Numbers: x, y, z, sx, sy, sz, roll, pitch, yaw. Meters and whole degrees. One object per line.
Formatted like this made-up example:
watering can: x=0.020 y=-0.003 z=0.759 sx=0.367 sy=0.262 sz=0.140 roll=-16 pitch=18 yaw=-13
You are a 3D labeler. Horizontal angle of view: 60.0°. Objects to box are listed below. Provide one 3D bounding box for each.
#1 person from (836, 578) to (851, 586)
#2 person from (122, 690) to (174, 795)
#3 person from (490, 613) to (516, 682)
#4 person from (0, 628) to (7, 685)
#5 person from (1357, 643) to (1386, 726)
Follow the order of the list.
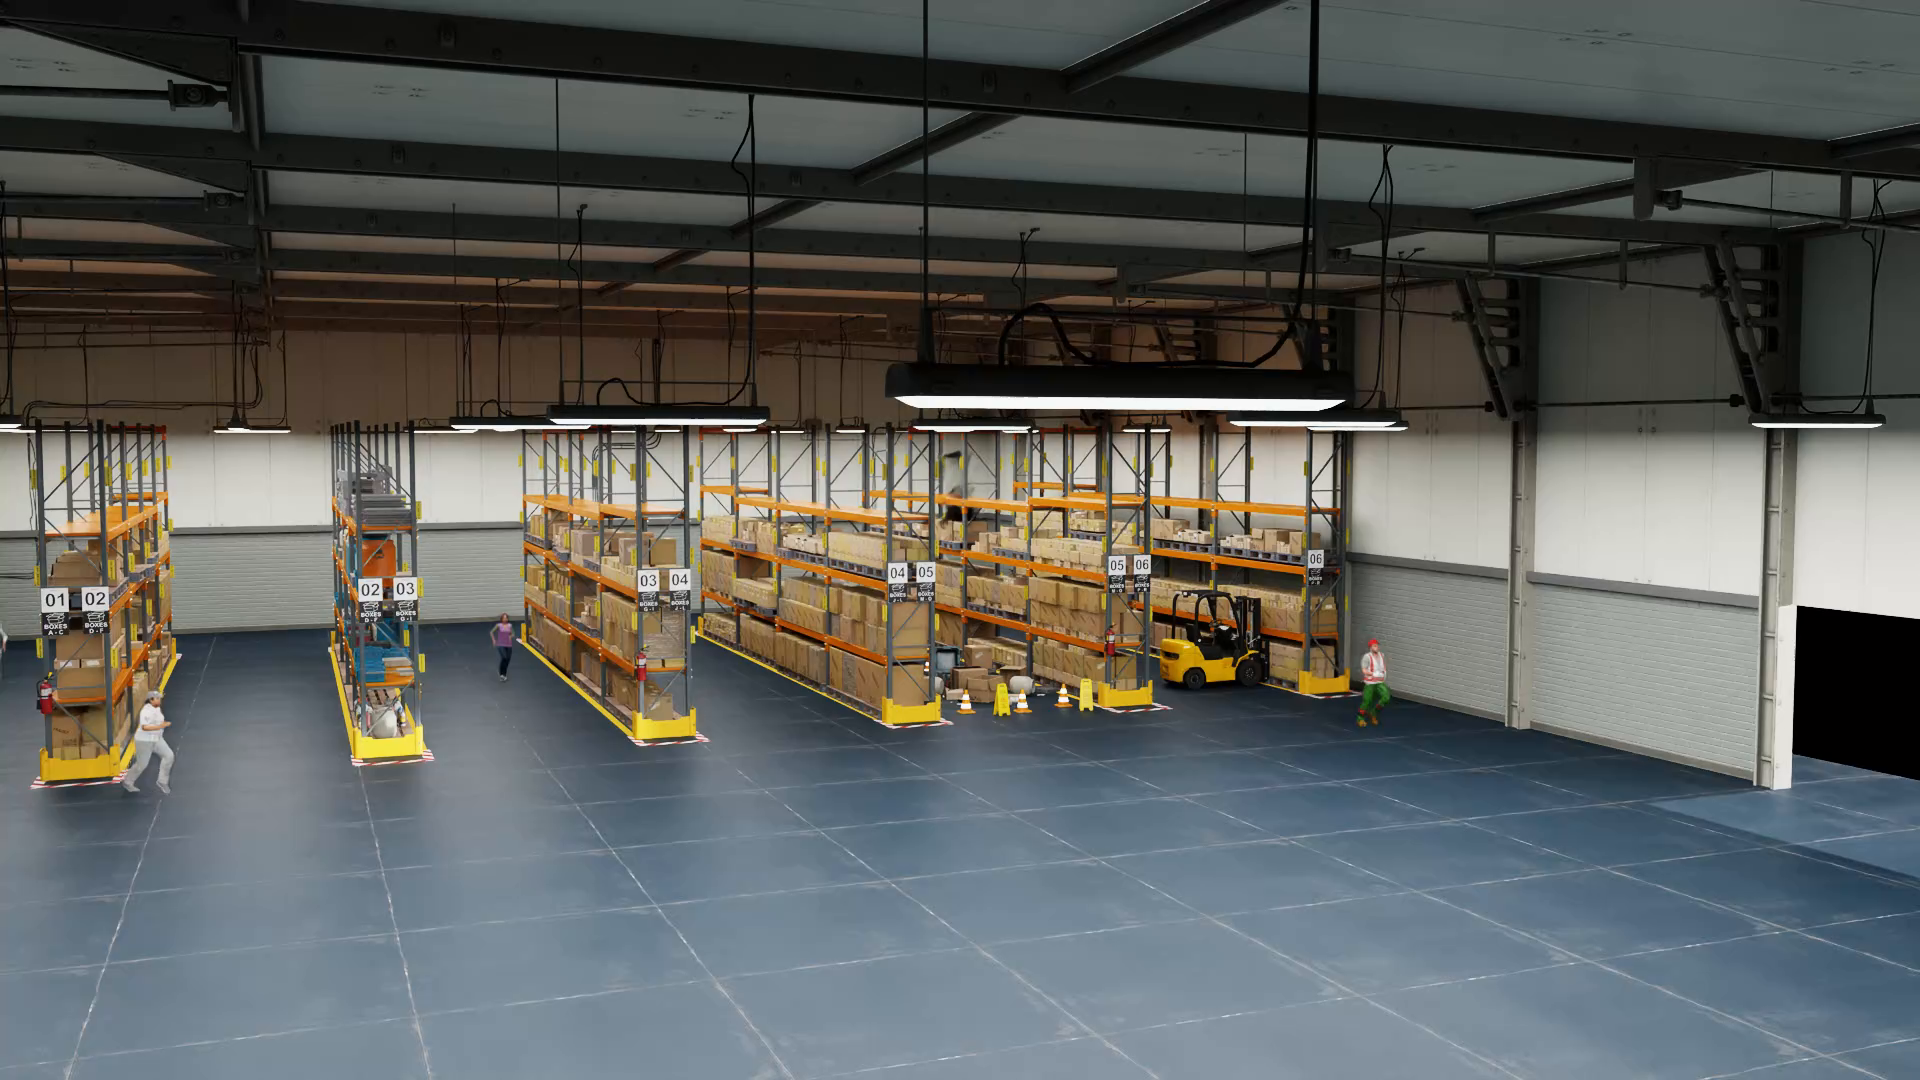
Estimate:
person: x=-3.661 y=1.555 z=52.647 sx=0.757 sy=1.835 sz=0.520 roll=-3 pitch=5 yaw=-42
person: x=-12.971 y=3.245 z=26.549 sx=0.815 sy=1.703 sz=0.625 roll=0 pitch=4 yaw=0
person: x=-10.619 y=2.499 z=38.754 sx=0.506 sy=1.592 sz=0.662 roll=-3 pitch=4 yaw=-35
person: x=-22.019 y=2.551 z=37.887 sx=0.510 sy=1.570 sz=0.636 roll=-2 pitch=4 yaw=-25
person: x=8.124 y=2.818 z=32.521 sx=0.685 sy=1.686 sz=0.825 roll=-1 pitch=4 yaw=-20
